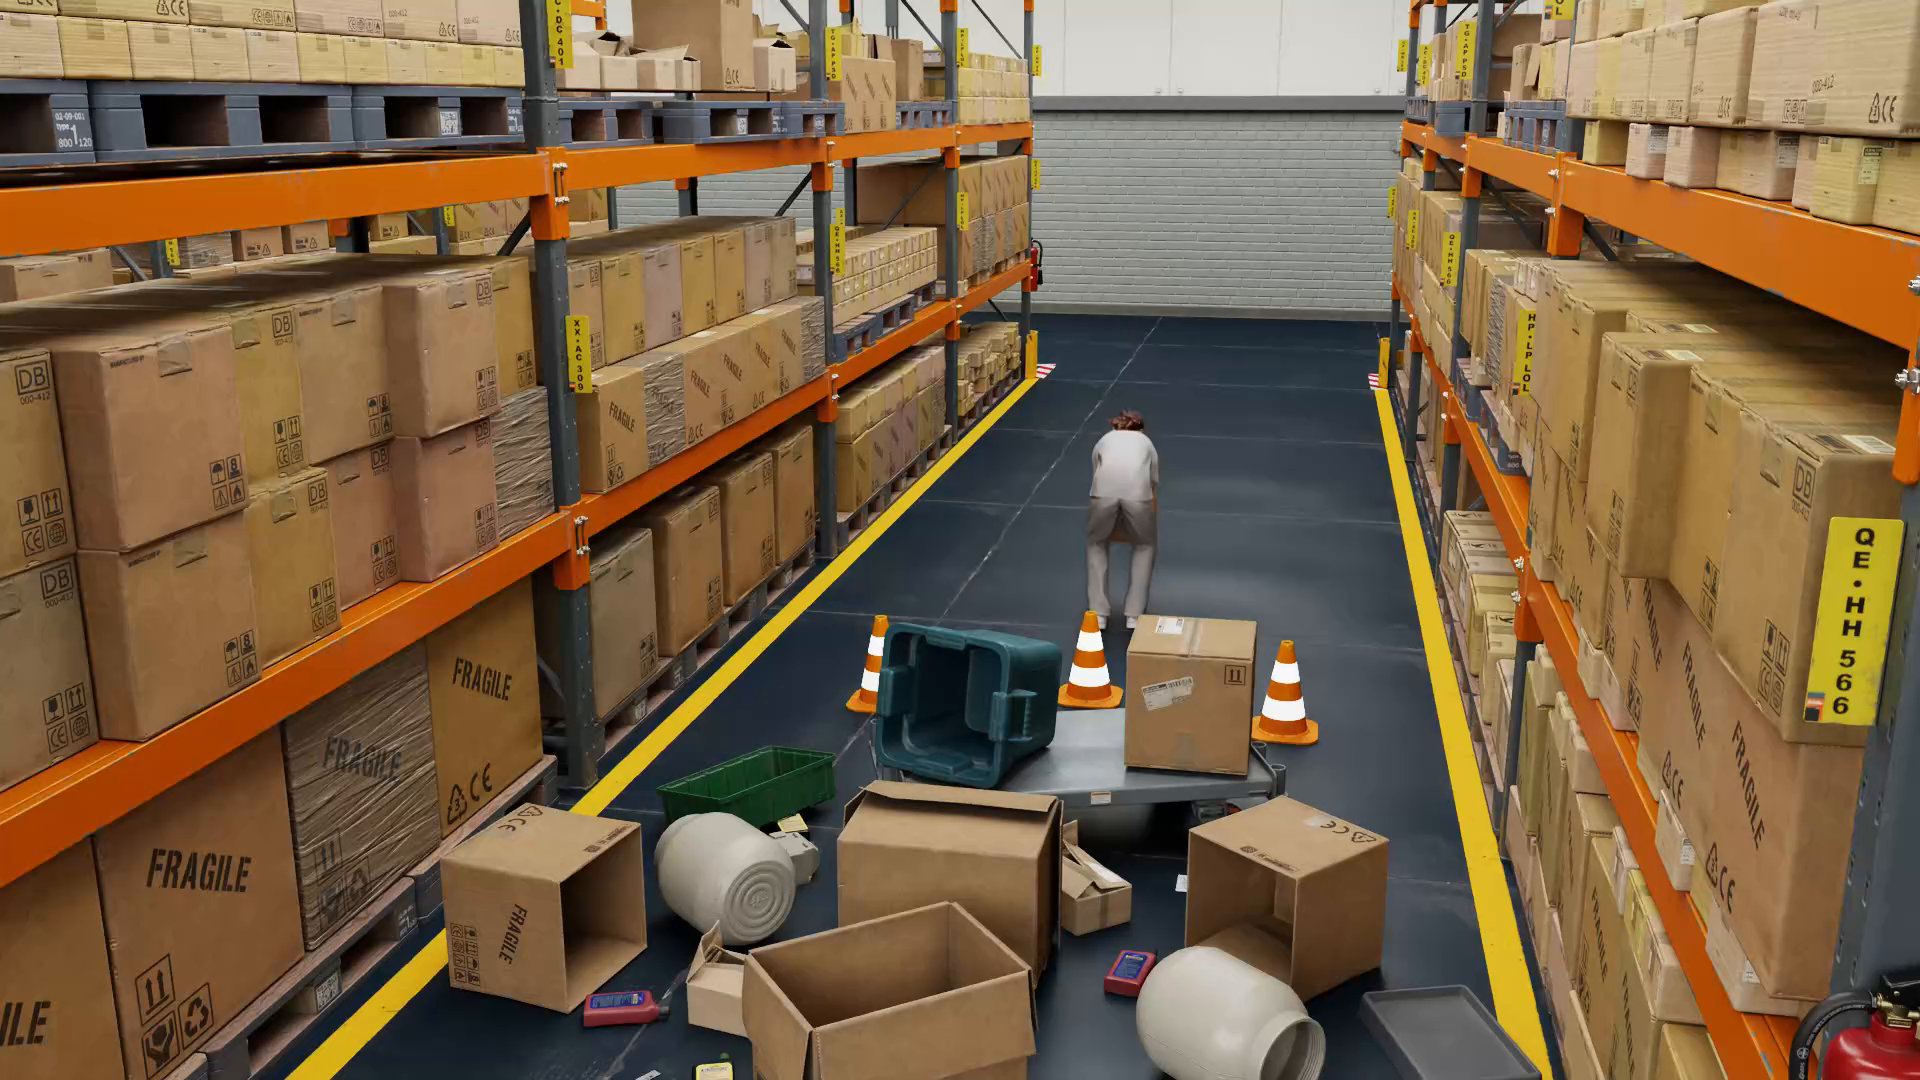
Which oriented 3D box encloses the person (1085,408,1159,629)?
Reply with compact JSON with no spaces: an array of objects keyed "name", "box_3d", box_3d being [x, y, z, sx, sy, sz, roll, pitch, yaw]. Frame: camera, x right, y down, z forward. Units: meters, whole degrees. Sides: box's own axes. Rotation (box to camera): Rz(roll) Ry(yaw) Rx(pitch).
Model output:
[{"name":"person","box_3d":[0.971,-0.129,9.912,0.427,1.217,0.836,2,15,9]}]
